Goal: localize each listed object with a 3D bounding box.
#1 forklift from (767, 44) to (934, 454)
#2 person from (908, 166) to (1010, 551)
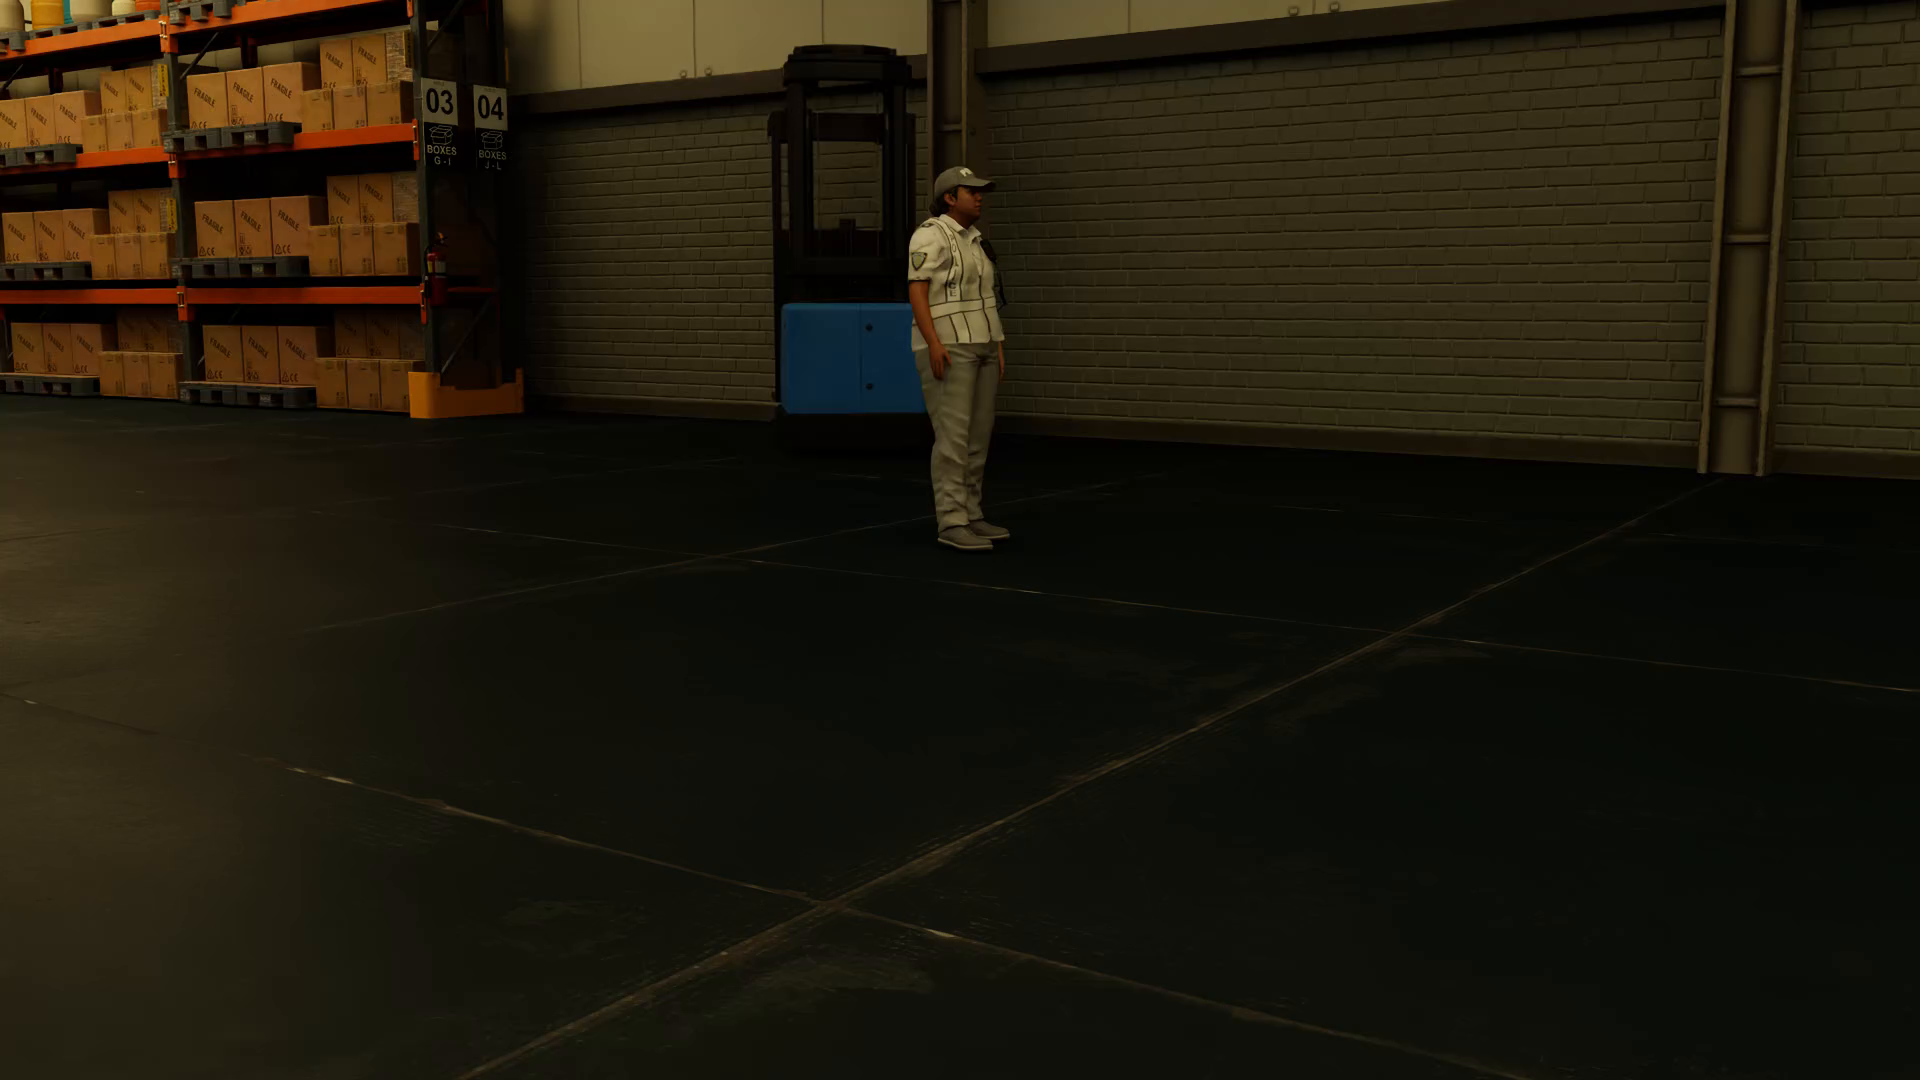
[{"bbox_3d":[-0.918,-2.237,12.928,1.130,2.935,3.031,-1,8,-9],"label":"forklift"},{"bbox_3d":[0.051,-0.823,7.423,0.527,1.670,0.598,5,10,34],"label":"person"}]
